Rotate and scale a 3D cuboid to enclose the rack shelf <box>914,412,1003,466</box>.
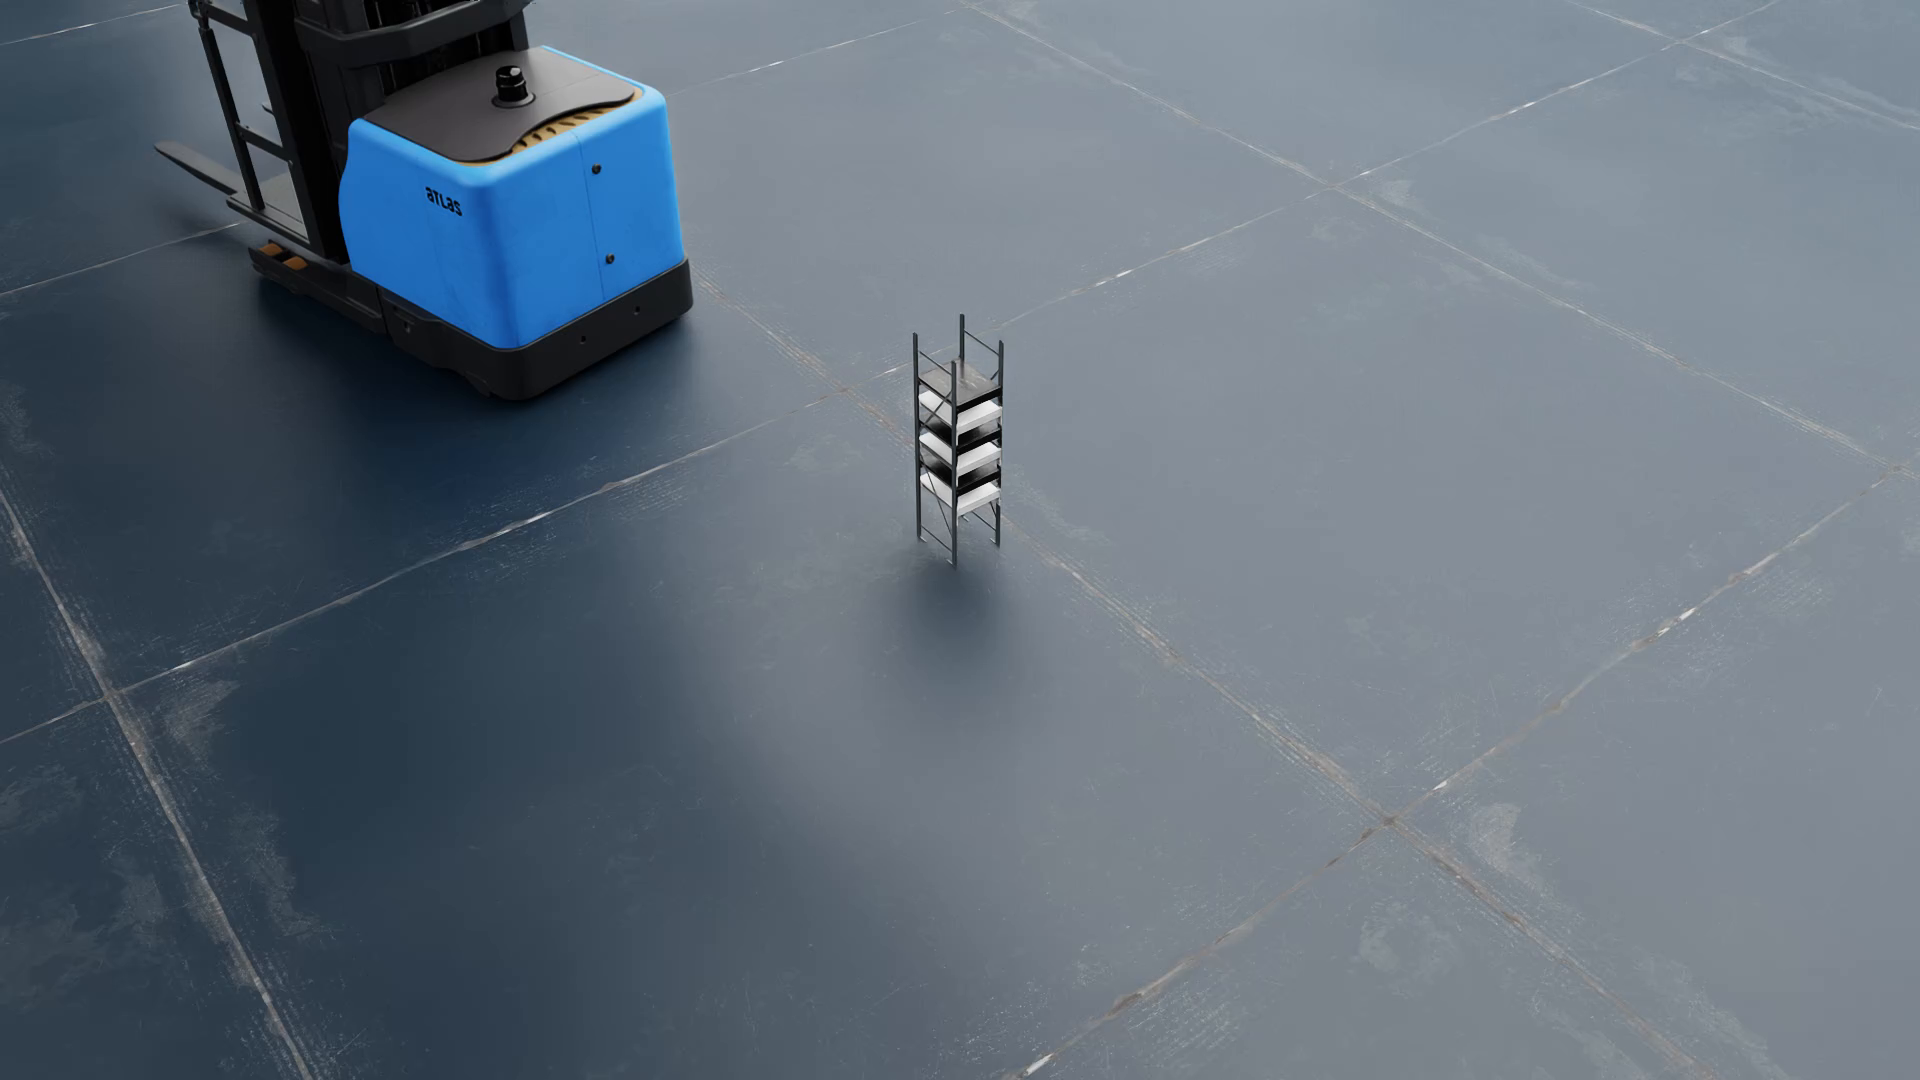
[{"bbox_3d":[-0.006,-0.389,5.925,0.200,0.077,0.258,-26,46,-28],"label":"rack shelf"}]

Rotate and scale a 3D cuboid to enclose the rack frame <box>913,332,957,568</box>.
[{"bbox_3d":[-0.087,-0.305,5.913,0.006,0.900,0.240,-26,46,-28],"label":"rack frame"}]

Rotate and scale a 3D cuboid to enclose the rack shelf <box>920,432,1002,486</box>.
[{"bbox_3d":[-0.006,-0.319,5.982,0.200,0.077,0.258,-26,46,-28],"label":"rack shelf"}]

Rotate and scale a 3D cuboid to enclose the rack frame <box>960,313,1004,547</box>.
[{"bbox_3d":[0.074,-0.384,6.009,0.006,0.900,0.240,-26,46,-28],"label":"rack frame"}]

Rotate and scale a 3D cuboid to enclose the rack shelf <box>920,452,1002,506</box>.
[{"bbox_3d":[-0.006,-0.249,6.039,0.200,0.077,0.258,-26,46,-28],"label":"rack shelf"}]

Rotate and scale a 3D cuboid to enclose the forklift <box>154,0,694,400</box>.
[{"bbox_3d":[-2.649,-2.491,6.975,3.031,2.935,1.130,28,47,29],"label":"forklift"}]

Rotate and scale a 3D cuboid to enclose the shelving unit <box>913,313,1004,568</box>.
[{"bbox_3d":[-0.006,-0.345,5.961,0.210,0.900,0.258,-26,46,-28],"label":"shelving unit"}]

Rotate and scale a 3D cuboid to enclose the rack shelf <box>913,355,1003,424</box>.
[{"bbox_3d":[-0.006,-0.528,5.811,0.200,0.077,0.258,-26,46,-28],"label":"rack shelf"}]

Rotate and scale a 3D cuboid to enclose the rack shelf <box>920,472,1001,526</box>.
[{"bbox_3d":[-0.006,-0.180,6.096,0.200,0.077,0.258,-26,46,-28],"label":"rack shelf"}]

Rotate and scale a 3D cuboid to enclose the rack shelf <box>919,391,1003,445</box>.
[{"bbox_3d":[-0.006,-0.458,5.868,0.200,0.077,0.258,-26,46,-28],"label":"rack shelf"}]
